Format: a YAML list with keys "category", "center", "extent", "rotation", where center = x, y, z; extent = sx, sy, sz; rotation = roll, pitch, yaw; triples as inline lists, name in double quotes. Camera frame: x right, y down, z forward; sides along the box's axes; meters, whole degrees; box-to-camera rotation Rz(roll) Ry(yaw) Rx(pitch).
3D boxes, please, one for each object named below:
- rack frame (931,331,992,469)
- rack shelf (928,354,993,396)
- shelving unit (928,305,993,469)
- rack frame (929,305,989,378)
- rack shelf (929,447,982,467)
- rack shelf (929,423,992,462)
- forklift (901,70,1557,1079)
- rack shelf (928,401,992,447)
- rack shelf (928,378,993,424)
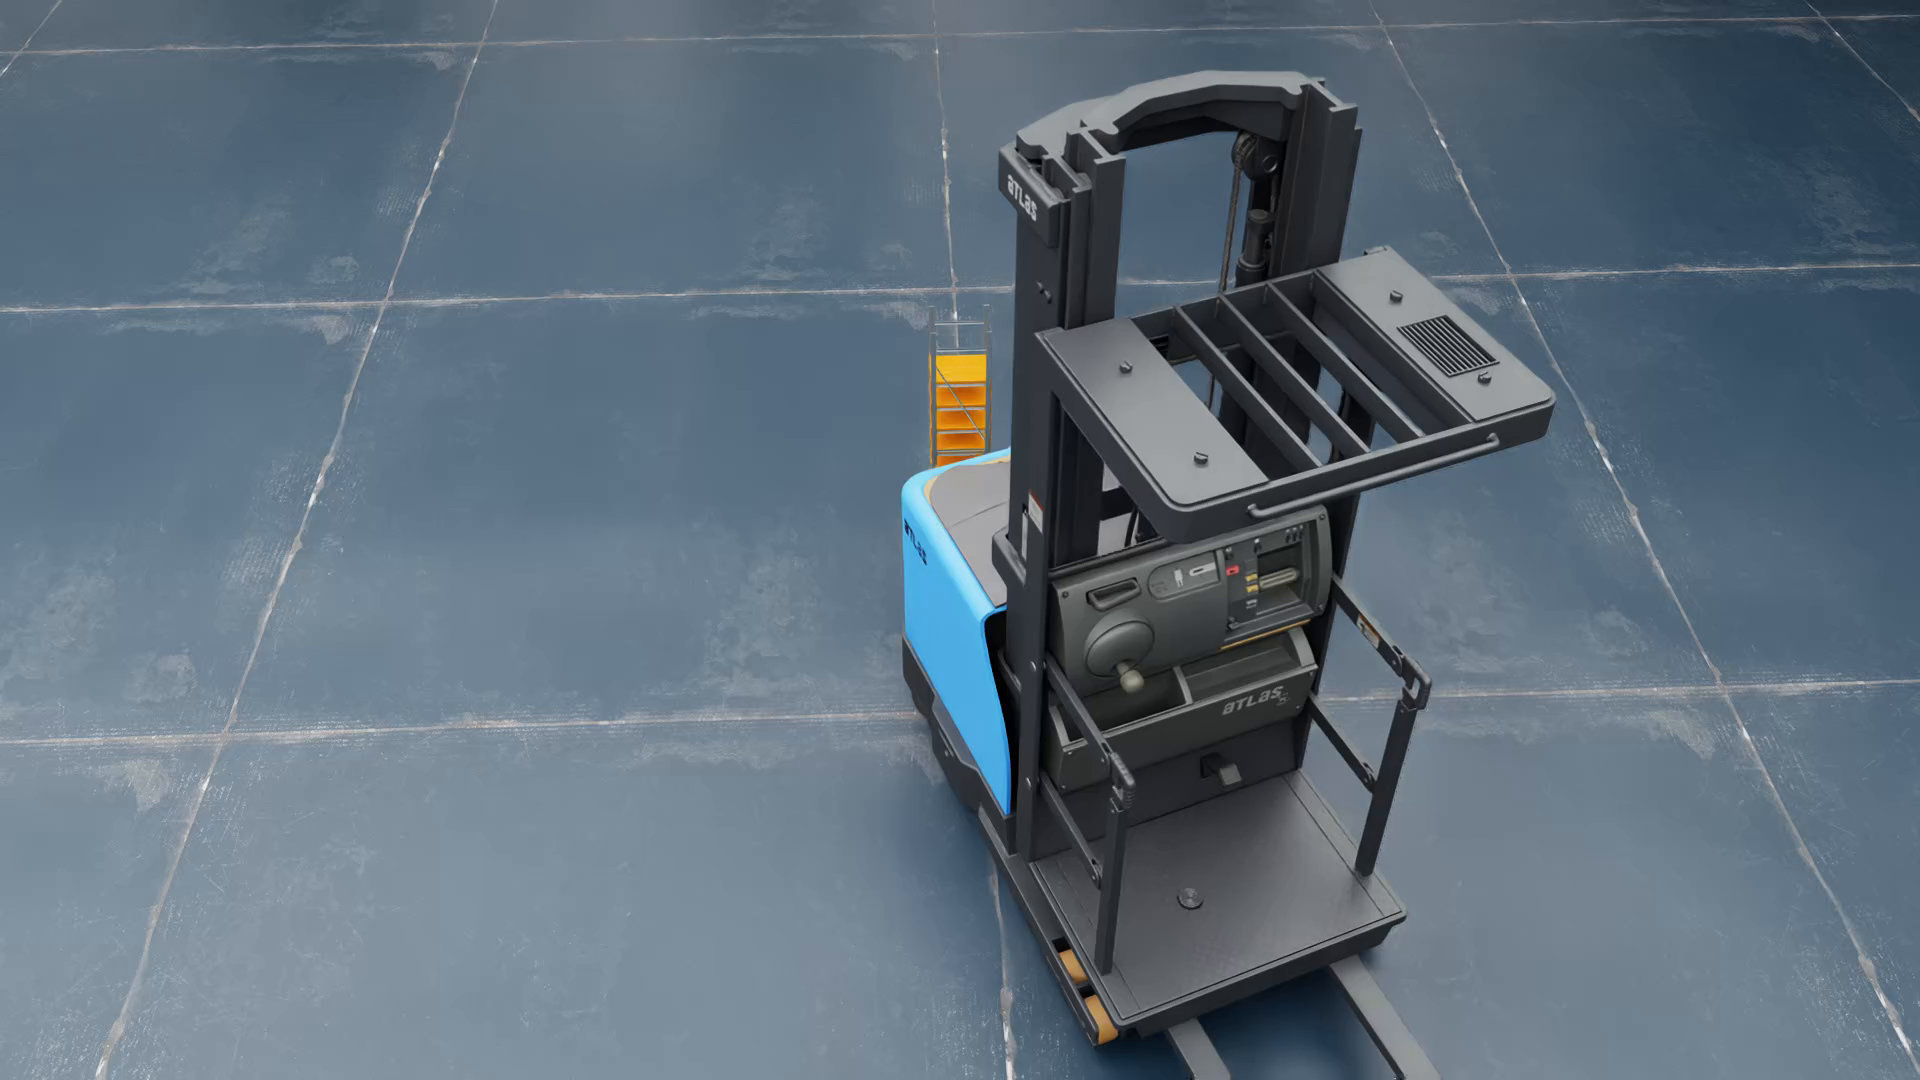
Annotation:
- category: "rack frame"
  center: [0.005, -0.371, 6.916]
  extent: [0.240, 1.200, 0.006]
  rotation: [-2, 43, -2]
- category: "rack shelf"
  center: [0.001, -0.665, 6.770]
  extent: [0.258, 0.103, 0.180]
  rotation: [-2, 43, -2]
- category: "shelving unit"
  center: [0.001, -0.433, 6.984]
  extent: [0.258, 1.200, 0.189]
  rotation: [-2, 43, -2]
- category: "rack frame"
  center: [-0.003, -0.494, 7.051]
  extent: [0.240, 1.200, 0.006]
  rotation: [-2, 43, -2]
- category: "rack shelf"
  center: [0.001, -0.311, 7.095]
  extent: [0.258, 0.103, 0.180]
  rotation: [-2, 43, -2]
- category: "rack shelf"
  center: [0.001, -0.400, 7.014]
  extent: [0.258, 0.103, 0.180]
  rotation: [-2, 43, -2]
- category: "forklift"
  center: [0.810, 0.269, 4.937]
  extent: [1.130, 2.935, 3.031]
  rotation: [-16, 45, -17]
- category: "rack shelf"
  center: [0.001, -0.488, 6.933]
  extent: [0.258, 0.103, 0.180]
  rotation: [-2, 43, -2]
- category: "rack shelf"
  center: [0.001, -0.577, 6.851]
  extent: [0.258, 0.103, 0.180]
  rotation: [-2, 43, -2]
